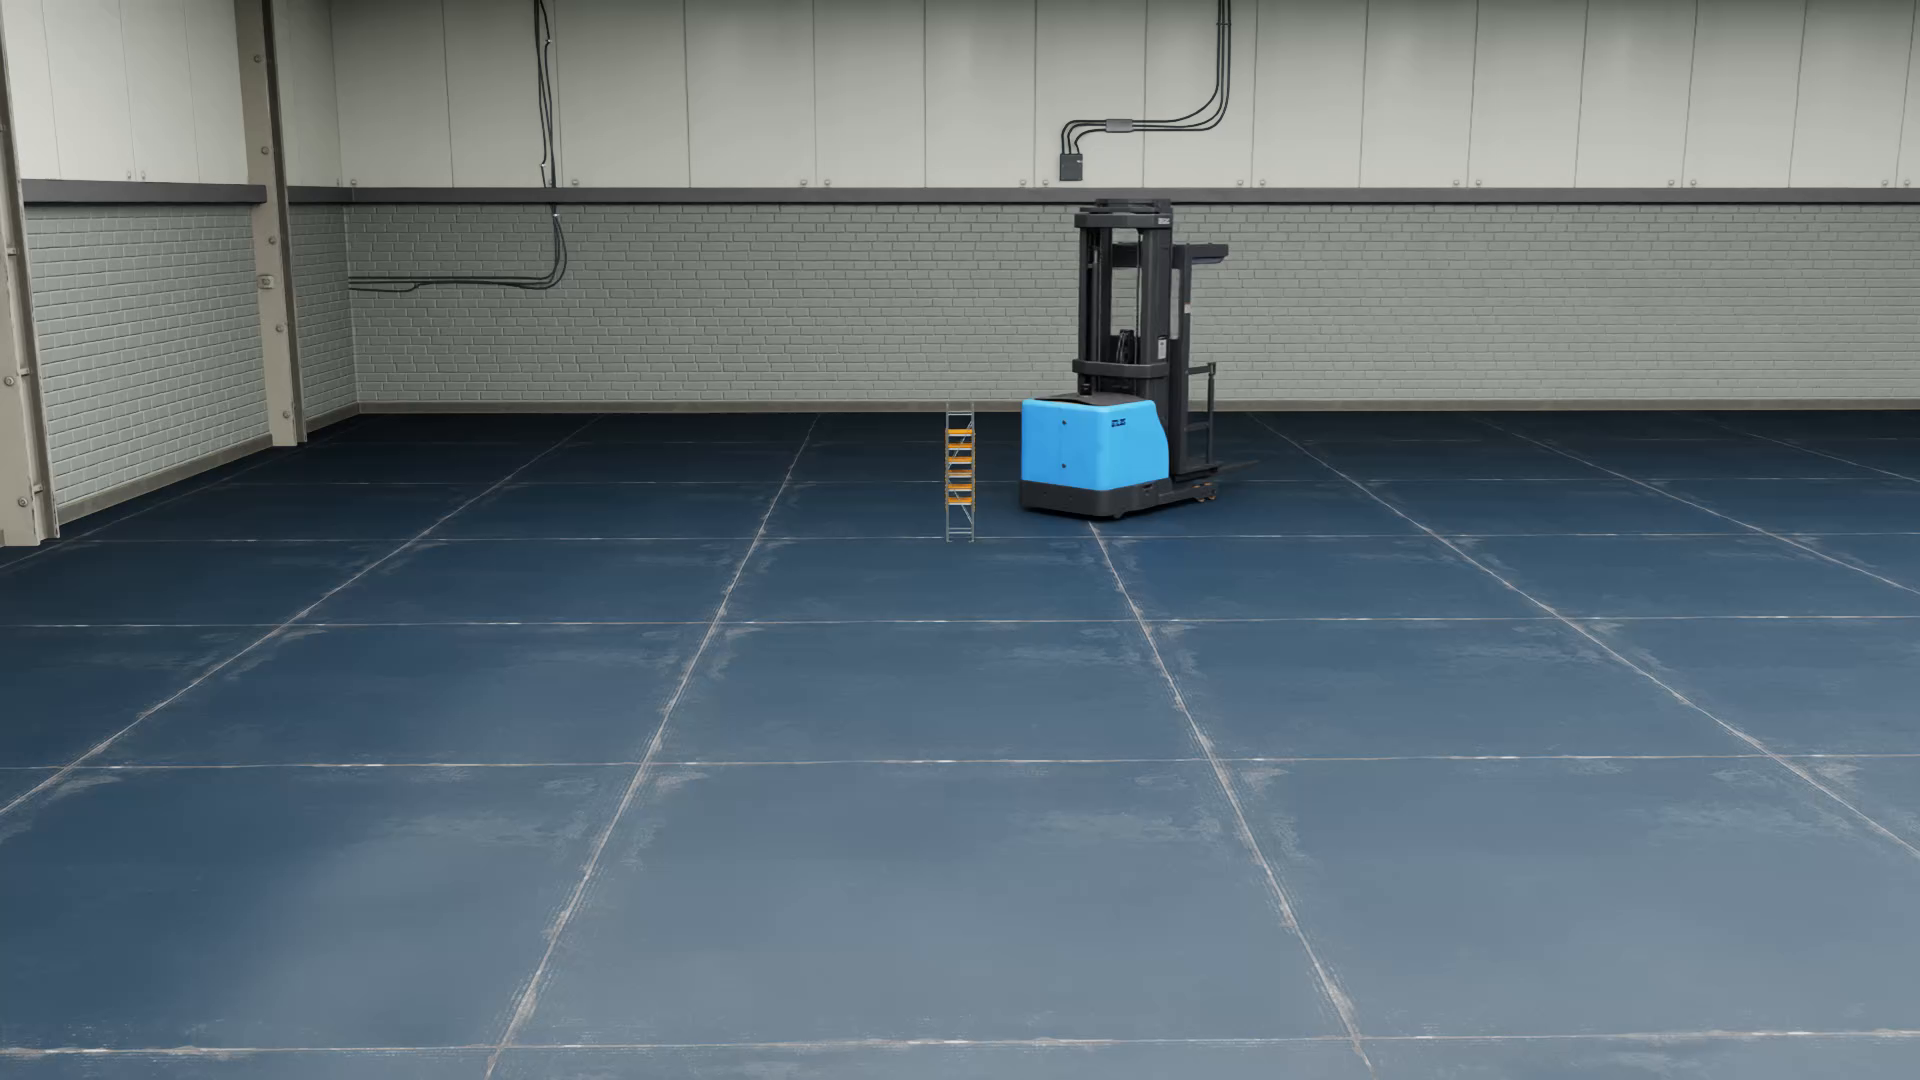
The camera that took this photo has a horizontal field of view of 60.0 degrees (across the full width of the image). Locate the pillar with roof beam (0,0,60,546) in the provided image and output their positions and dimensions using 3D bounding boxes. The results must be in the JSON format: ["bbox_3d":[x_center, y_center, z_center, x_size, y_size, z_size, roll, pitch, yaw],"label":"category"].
[{"bbox_3d":[-3.801,-4.417,13.699,9.100,9.000,0.400,0,11,-1],"label":"pillar with roof beam"}]

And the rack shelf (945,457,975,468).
[{"bbox_3d":[0.000,-0.665,14.439,0.258,0.103,0.180,0,11,-1],"label":"rack shelf"}]

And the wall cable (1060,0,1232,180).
[{"bbox_3d":[2.524,-7.886,22.243,2.305,6.003,0.169,0,11,-1],"label":"wall cable"}]

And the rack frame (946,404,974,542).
[{"bbox_3d":[0.002,-0.573,14.364,0.240,1.200,0.006,0,11,-1],"label":"rack frame"}]

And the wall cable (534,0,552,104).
[{"bbox_3d":[-4.263,-7.148,22.266,3.097,2.526,0.112,0,11,-1],"label":"wall cable"}]

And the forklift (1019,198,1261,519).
[{"bbox_3d":[1.921,-1.868,16.393,1.130,2.935,3.031,10,15,41],"label":"forklift"}]

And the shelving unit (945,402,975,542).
[{"bbox_3d":[0.000,-0.591,14.454,0.258,1.200,0.189,0,11,-1],"label":"shelving unit"}]

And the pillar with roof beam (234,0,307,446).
[{"bbox_3d":[-3.925,-5.610,19.578,9.100,9.000,0.400,0,11,-1],"label":"pillar with roof beam"}]

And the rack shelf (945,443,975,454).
[{"bbox_3d":[0.000,-0.783,14.415,0.258,0.103,0.180,0,11,-1],"label":"rack shelf"}]

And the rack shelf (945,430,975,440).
[{"bbox_3d":[0.000,-0.900,14.391,0.258,0.103,0.180,0,11,-1],"label":"rack shelf"}]

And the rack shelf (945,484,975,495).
[{"bbox_3d":[0.000,-0.430,14.487,0.258,0.103,0.180,0,11,-1],"label":"rack shelf"}]

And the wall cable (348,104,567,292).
[{"bbox_3d":[-6.967,-4.662,22.713,3.097,2.526,0.112,0,11,-1],"label":"wall cable"}]

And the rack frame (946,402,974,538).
[{"bbox_3d":[-0.002,-0.609,14.544,0.240,1.200,0.006,0,11,-1],"label":"rack frame"}]

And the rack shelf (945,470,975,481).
[{"bbox_3d":[0.000,-0.547,14.463,0.258,0.103,0.180,0,11,-1],"label":"rack shelf"}]

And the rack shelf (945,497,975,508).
[{"bbox_3d":[0.000,-0.312,14.511,0.258,0.103,0.180,0,11,-1],"label":"rack shelf"}]
